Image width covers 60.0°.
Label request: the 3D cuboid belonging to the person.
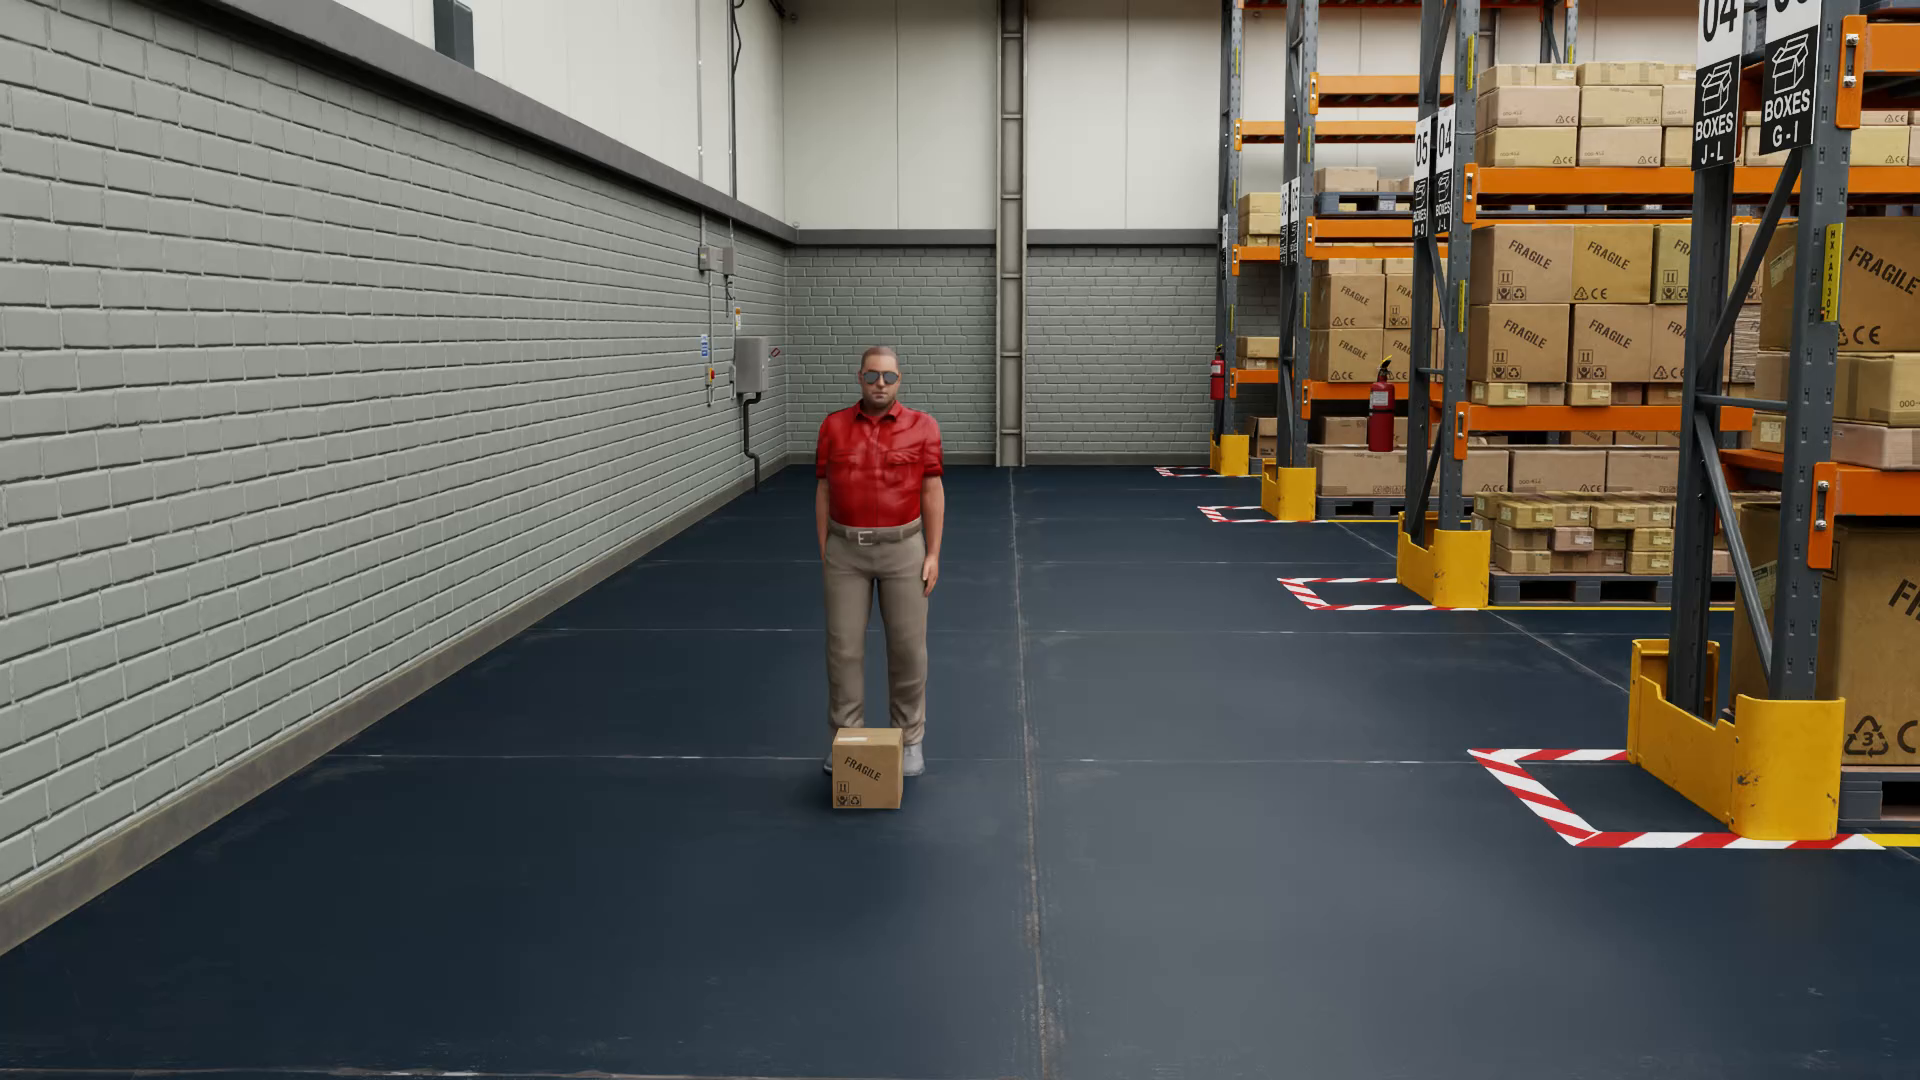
[{"bbox_3d":[-0.327,0.089,6.727,0.527,1.739,0.363,0,7,3],"label":"person"}]
